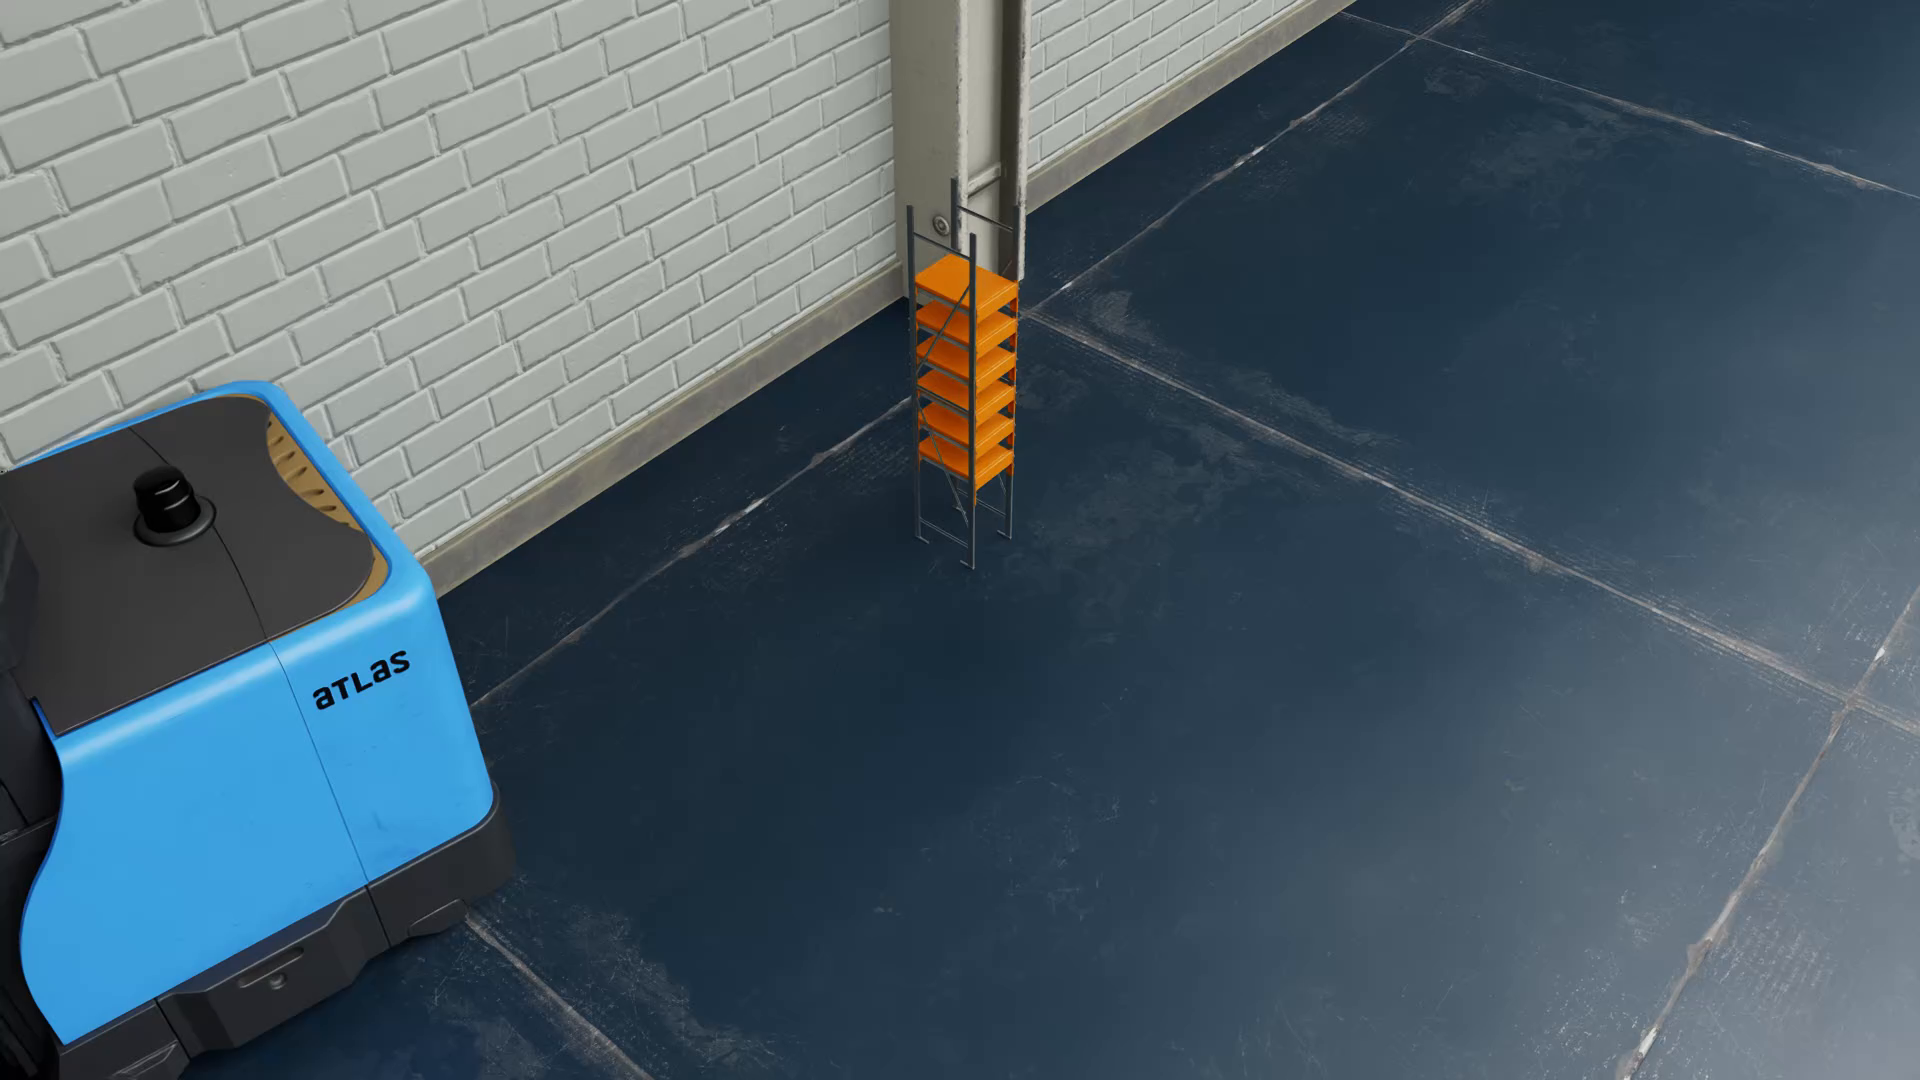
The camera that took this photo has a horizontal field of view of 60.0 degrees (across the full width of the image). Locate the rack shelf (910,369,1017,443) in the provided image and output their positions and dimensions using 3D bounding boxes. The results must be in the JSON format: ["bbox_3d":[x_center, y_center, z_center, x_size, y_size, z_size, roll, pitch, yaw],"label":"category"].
[{"bbox_3d":[0.009,-0.419,4.884,0.258,0.103,0.180,29,50,28],"label":"rack shelf"}]

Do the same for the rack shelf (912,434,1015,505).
[{"bbox_3d":[0.009,-0.241,5.046,0.258,0.103,0.180,29,50,28],"label":"rack shelf"}]

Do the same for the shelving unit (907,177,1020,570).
[{"bbox_3d":[0.009,-0.451,4.855,0.258,1.200,0.189,29,50,28],"label":"shelving unit"}]

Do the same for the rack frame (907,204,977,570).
[{"bbox_3d":[-0.050,-0.404,4.803,0.240,1.200,0.006,29,50,28],"label":"rack frame"}]

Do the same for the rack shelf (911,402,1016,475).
[{"bbox_3d":[0.009,-0.330,4.965,0.258,0.103,0.180,29,50,28],"label":"rack shelf"}]

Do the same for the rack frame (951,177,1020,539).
[{"bbox_3d":[0.068,-0.498,4.906,0.240,1.200,0.006,29,50,28],"label":"rack frame"}]

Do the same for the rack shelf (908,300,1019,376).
[{"bbox_3d":[0.009,-0.596,4.723,0.258,0.103,0.180,29,50,28],"label":"rack shelf"}]

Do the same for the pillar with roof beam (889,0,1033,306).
[{"bbox_3d":[3.299,-2.438,1.242,9.100,9.000,0.400,29,50,28],"label":"pillar with roof beam"}]

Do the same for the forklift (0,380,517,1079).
[{"bbox_3d":[-2.605,0.153,2.903,3.031,2.935,1.130,-28,49,-27],"label":"forklift"}]

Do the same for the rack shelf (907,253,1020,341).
[{"bbox_3d":[0.009,-0.685,4.642,0.258,0.103,0.180,29,50,28],"label":"rack shelf"}]

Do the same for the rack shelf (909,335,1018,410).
[{"bbox_3d":[0.009,-0.507,4.804,0.258,0.103,0.180,29,50,28],"label":"rack shelf"}]
